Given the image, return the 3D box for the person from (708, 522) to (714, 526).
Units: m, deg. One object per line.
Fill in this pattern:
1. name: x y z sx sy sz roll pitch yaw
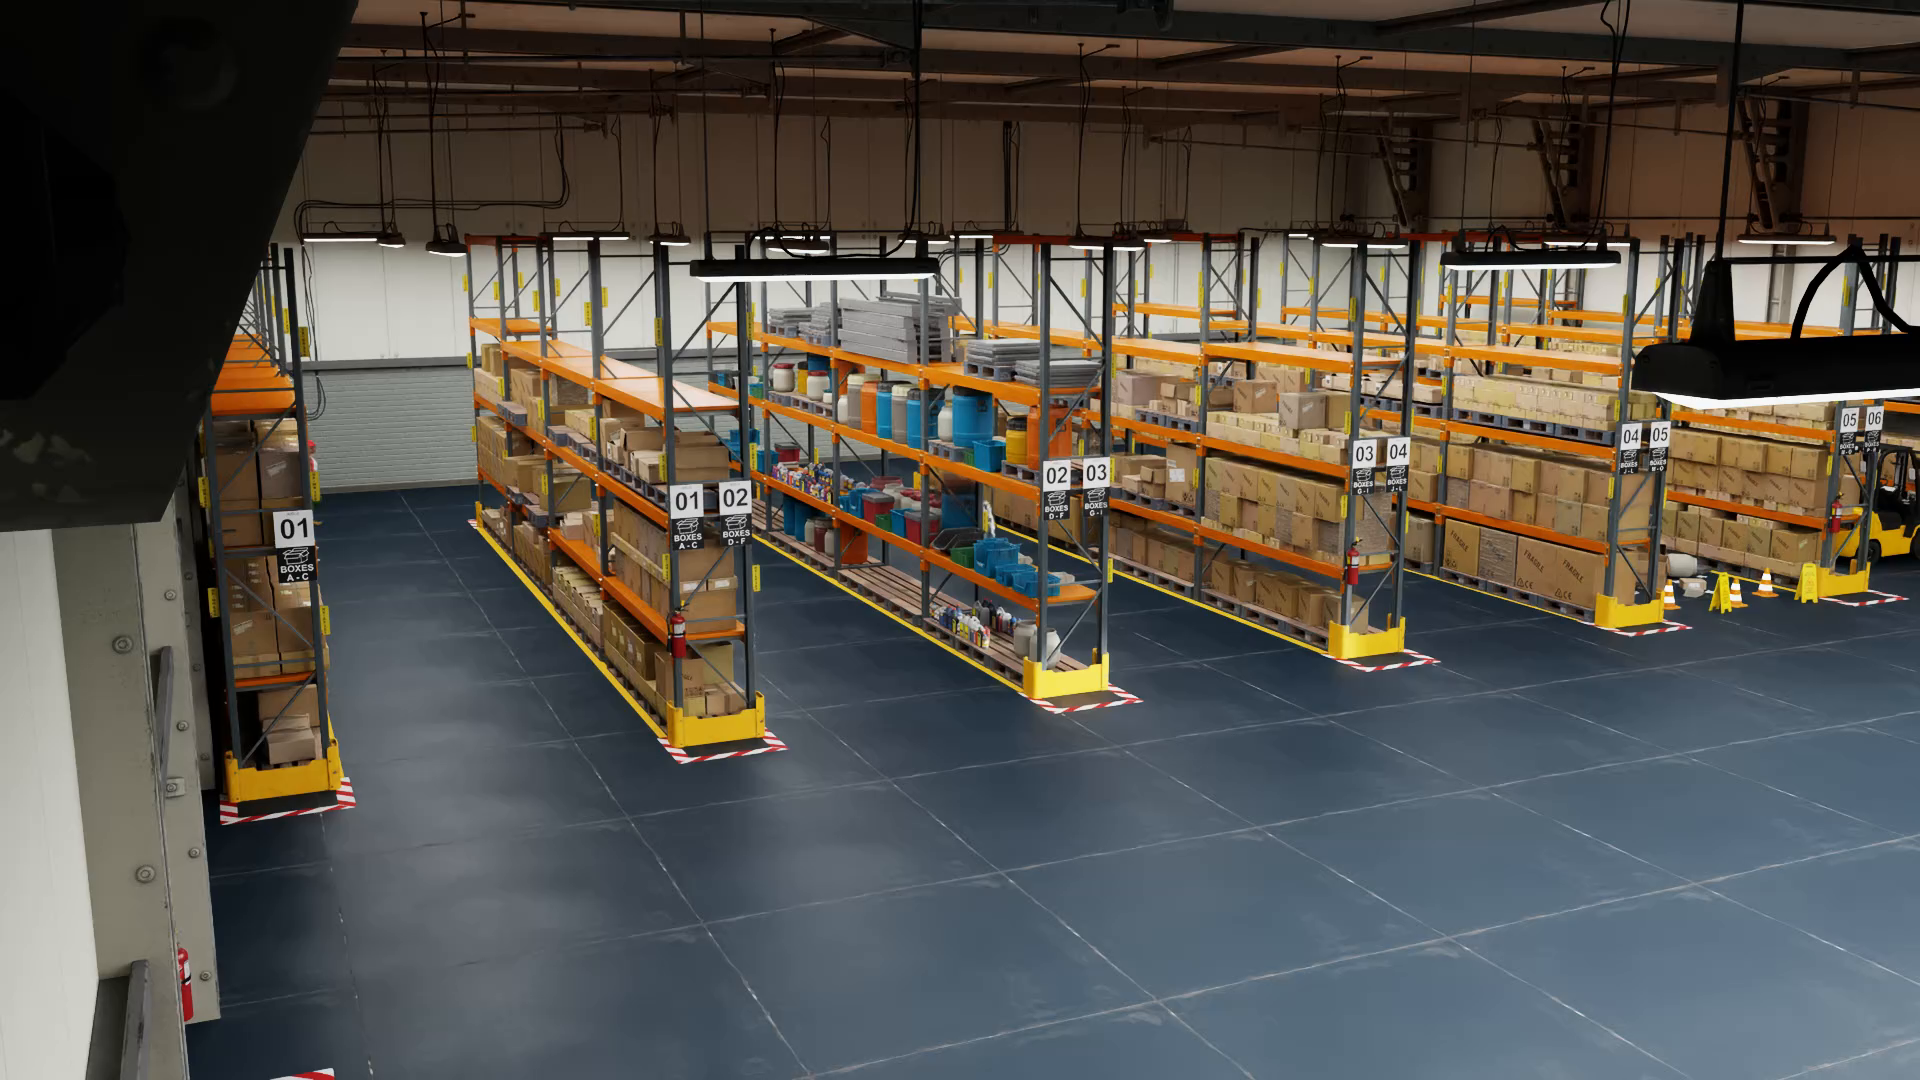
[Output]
1. person: -4.528 -0.055 29.075 0.526 1.663 0.502 1 11 7

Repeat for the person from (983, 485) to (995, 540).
1. person: 0.352 -0.261 29.244 0.467 1.441 1.048 -7 13 -32

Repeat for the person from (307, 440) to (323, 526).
1. person: -13.471 -1.163 34.342 0.487 1.788 0.578 -5 12 -23
